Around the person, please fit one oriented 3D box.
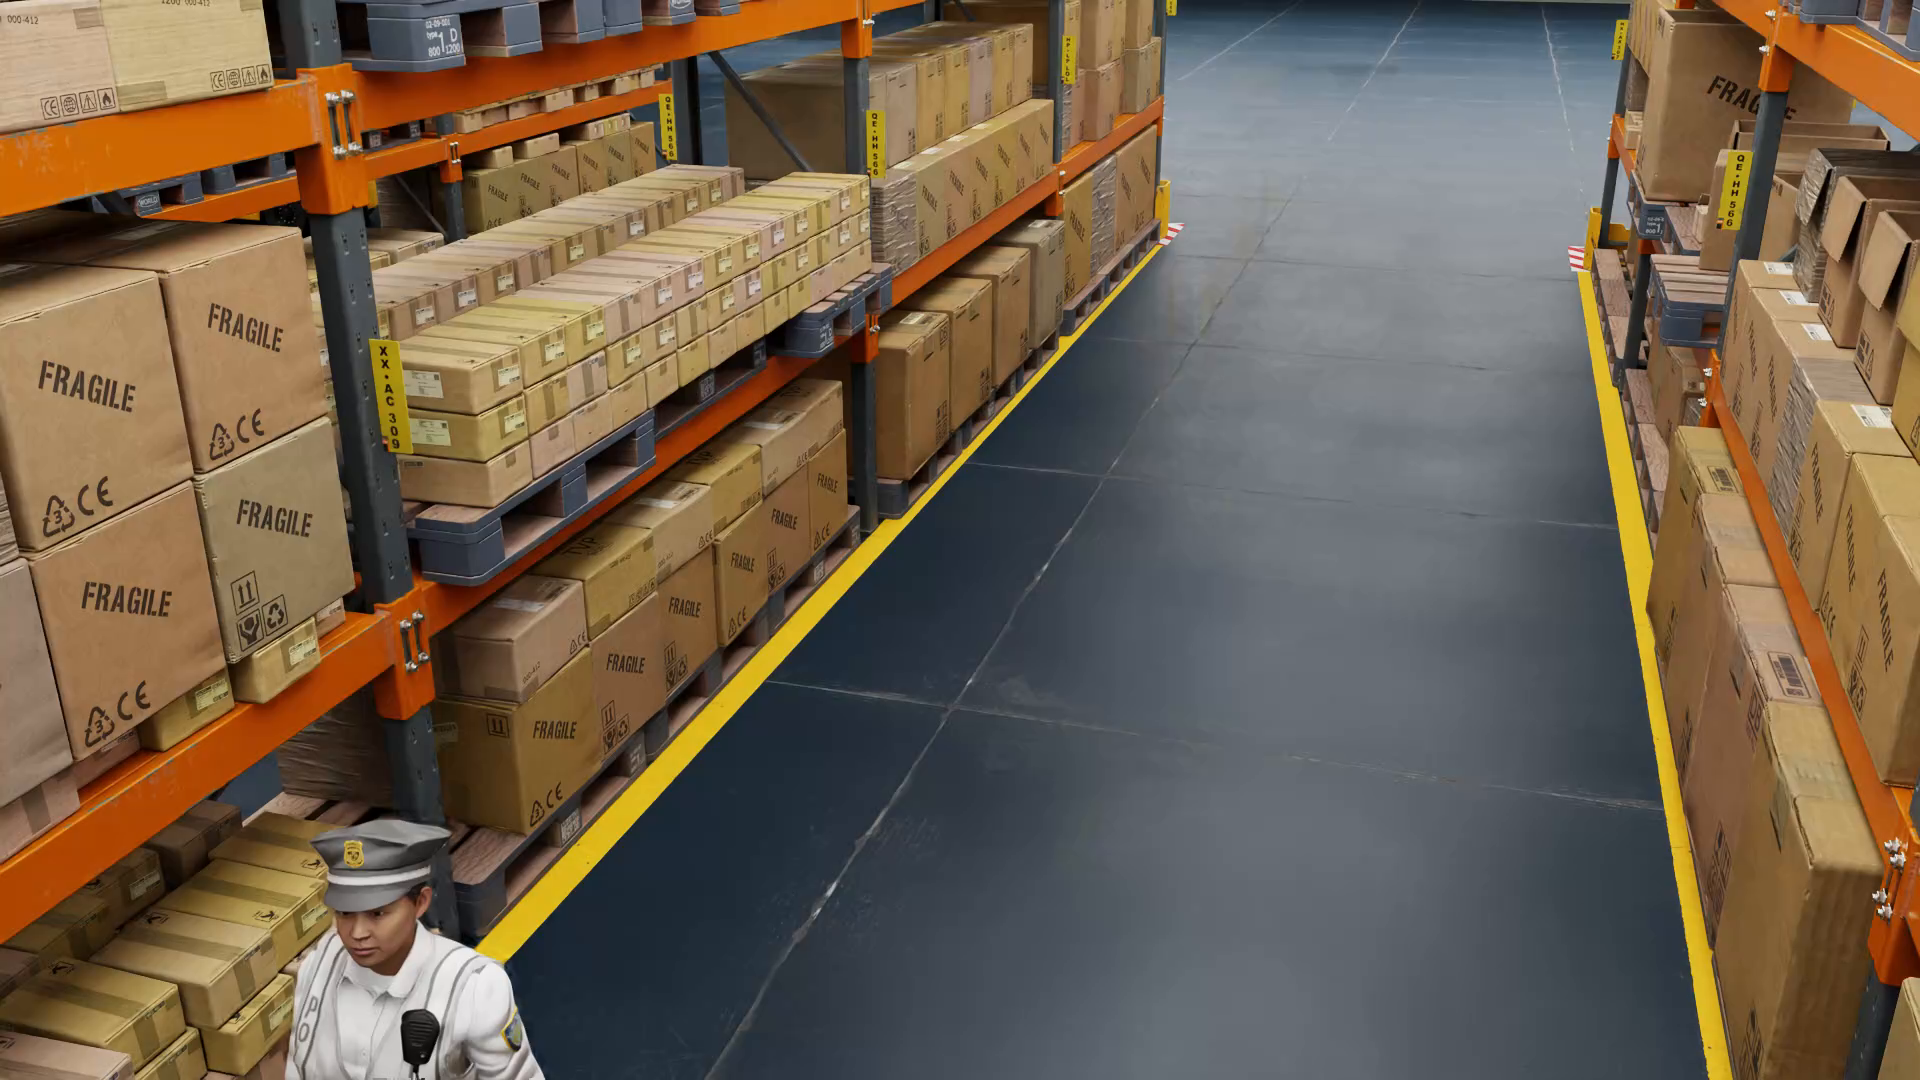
[{"bbox_3d":[-1.121,1.358,3.214,0.481,1.703,0.806,7,23,16],"label":"person"}]
